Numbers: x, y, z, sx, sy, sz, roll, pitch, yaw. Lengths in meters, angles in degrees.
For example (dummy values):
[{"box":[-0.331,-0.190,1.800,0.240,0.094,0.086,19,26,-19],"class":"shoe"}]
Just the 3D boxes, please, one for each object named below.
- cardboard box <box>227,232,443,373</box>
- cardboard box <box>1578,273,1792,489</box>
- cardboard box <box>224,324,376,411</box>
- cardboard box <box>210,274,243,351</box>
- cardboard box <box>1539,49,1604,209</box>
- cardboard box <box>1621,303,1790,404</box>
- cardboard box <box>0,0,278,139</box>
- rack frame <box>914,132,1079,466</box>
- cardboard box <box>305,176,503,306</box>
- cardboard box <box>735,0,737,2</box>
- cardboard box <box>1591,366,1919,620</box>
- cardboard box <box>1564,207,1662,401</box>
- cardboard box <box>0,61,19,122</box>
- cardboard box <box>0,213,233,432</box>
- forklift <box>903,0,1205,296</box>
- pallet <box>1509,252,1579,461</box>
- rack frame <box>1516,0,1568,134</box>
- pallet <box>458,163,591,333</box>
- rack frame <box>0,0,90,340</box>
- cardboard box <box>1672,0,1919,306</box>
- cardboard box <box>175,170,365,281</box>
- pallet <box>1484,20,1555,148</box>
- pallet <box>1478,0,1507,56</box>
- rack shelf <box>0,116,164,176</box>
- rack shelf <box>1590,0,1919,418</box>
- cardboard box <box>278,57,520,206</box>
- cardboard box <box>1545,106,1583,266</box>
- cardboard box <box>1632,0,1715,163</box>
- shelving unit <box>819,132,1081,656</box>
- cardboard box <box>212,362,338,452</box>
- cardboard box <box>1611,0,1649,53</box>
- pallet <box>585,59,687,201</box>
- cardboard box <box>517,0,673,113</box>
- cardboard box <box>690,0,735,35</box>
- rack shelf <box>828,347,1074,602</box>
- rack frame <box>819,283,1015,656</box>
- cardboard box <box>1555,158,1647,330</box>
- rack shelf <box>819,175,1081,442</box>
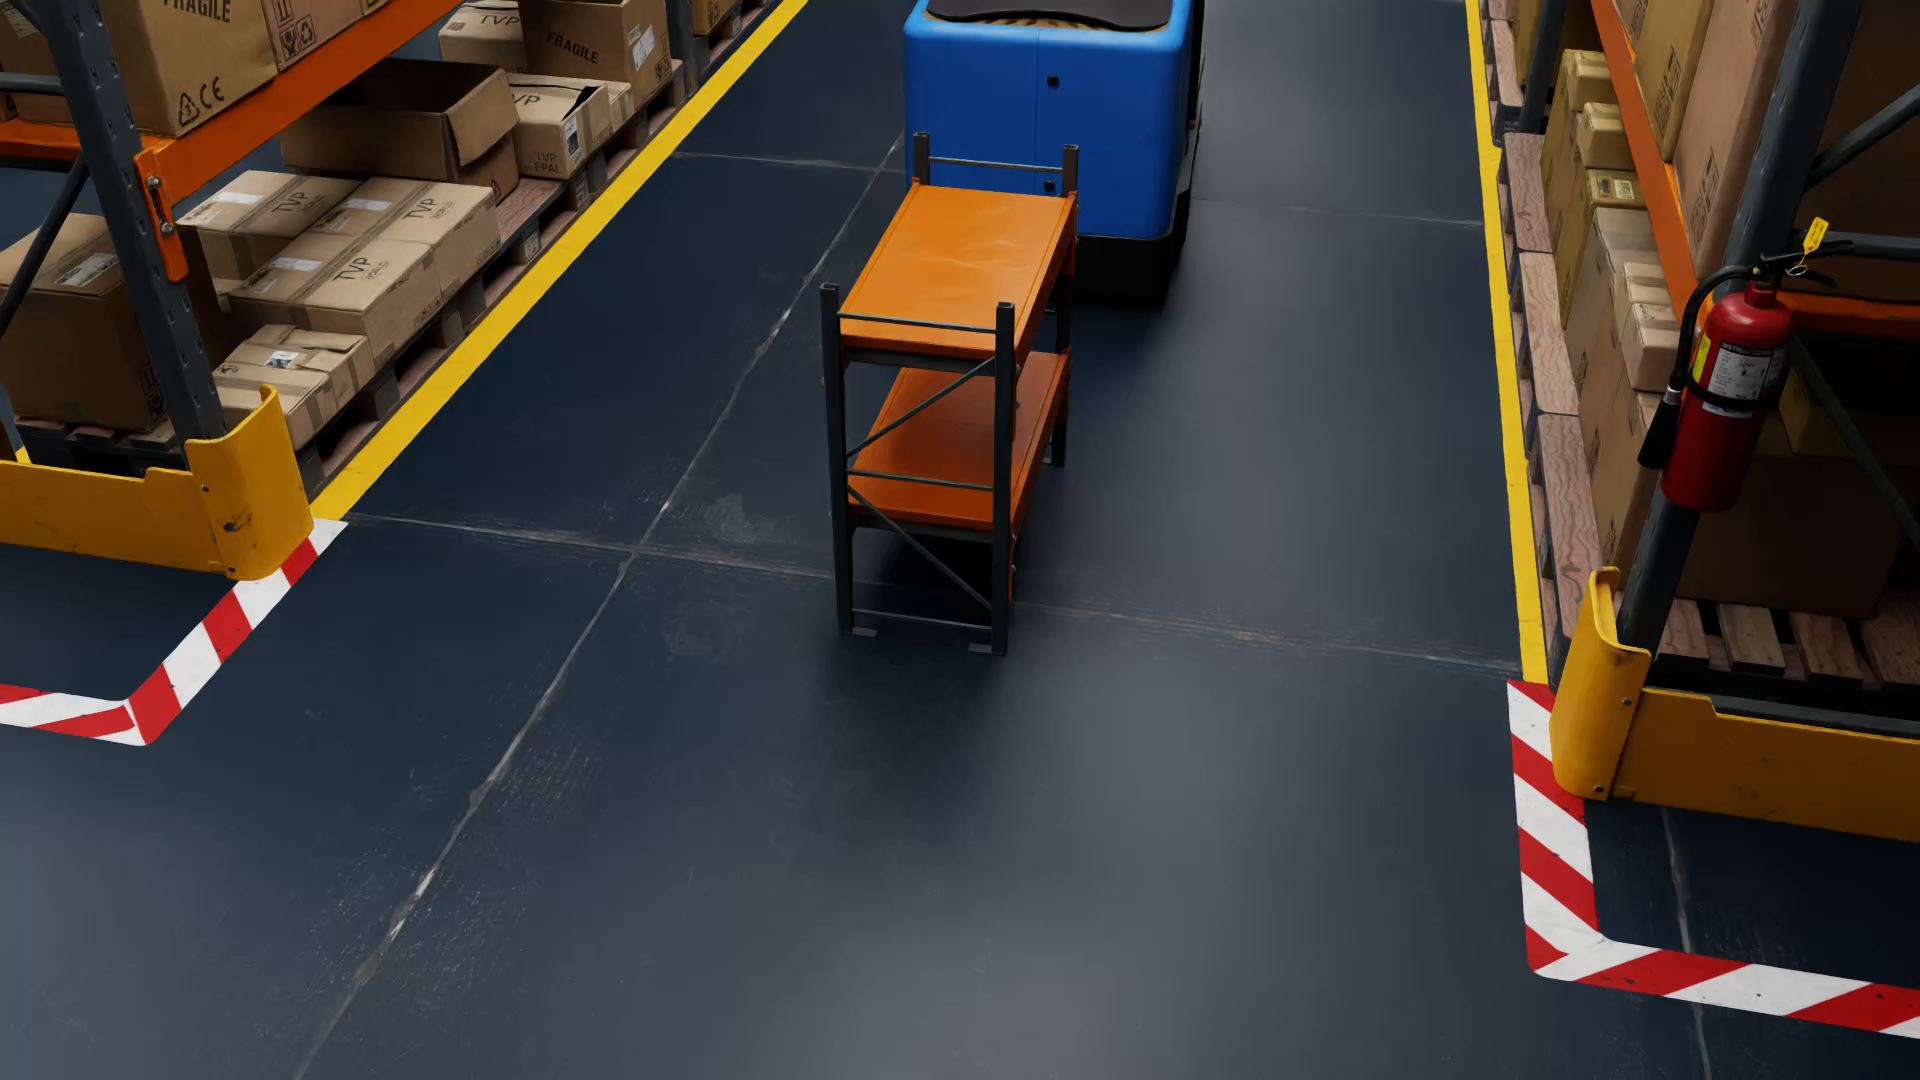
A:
[{"box":[-2.172,-0.837,5.817,0.500,0.250,0.500,7,37,10],"class":"cardboard box"},{"box":[2.327,-0.450,5.086,0.700,0.500,0.500,7,37,10],"class":"cardboard box"},{"box":[-2.193,-0.581,5.535,0.380,0.166,0.250,7,37,10],"class":"cardboard box"},{"box":[-2.622,-0.804,5.843,0.380,0.166,0.250,7,37,10],"class":"cardboard box"},{"box":[2.763,-1.626,6.710,0.700,0.500,0.500,8,37,11],"class":"cardboard box"},{"box":[2.070,-0.522,4.633,0.380,0.149,0.250,7,37,9],"class":"cardboard box"},{"box":[-2.319,-1.472,4.639,0.500,0.500,0.500,8,37,11],"class":"cardboard box"},{"box":[0.107,-0.743,5.317,0.500,1.125,0.032,7,37,10],"class":"rack frame"},{"box":[-2.065,-1.124,6.213,0.500,0.250,0.500,7,37,10],"class":"cardboard box"},{"box":[-1.373,-3.223,8.896,0.500,0.500,0.500,8,37,11],"class":"cardboard box"},{"box":[2.220,-0.163,4.691,0.700,0.500,0.500,7,37,10],"class":"cardboard box"},{"box":[2.434,-0.738,5.484,0.700,0.500,0.500,6,36,8],"class":"cardboard box"},{"box":[-2.842,-1.541,4.735,0.500,0.500,0.500,8,37,11],"class":"cardboard box"},{"box":[-2.796,-0.718,5.440,0.500,0.500,0.500,7,37,10],"class":"cardboard box"},{"box":[0.538,-2.987,6.874,1.130,2.935,3.031,6,36,8],"class":"forklift"},{"box":[2.525,-0.627,5.936,1.003,0.211,1.213,7,37,10],"class":"pallet"},{"box":[3.023,-2.884,6.673,1.000,3.000,0.127,7,37,10],"class":"rack frame"},{"box":[-2.224,-1.279,6.835,1.003,0.211,1.213,7,37,10],"class":"pallet"},{"box":[-2.669,-1.209,4.363,0.949,2.616,0.053,7,37,10],"class":"rack frame"},{"box":[2.267,-1.006,3.826,0.980,0.700,0.700,9,37,12],"class":"cardboard box"},{"box":[-2.564,-1.158,6.260,0.500,0.250,0.500,7,37,10],"class":"cardboard box"},{"box":[3.114,-2.207,8.115,1.003,0.211,1.213,7,37,10],"class":"pallet"},{"box":[3.372,-2.908,9.083,1.003,0.211,1.213,7,37,10],"class":"pallet"},{"box":[-2.245,-2.144,6.099,0.919,0.124,3.809,7,37,10],"class":"rack shelf"},{"box":[2.596,-1.446,5.303,1.077,0.370,4.000,7,37,10],"class":"rack shelf"},{"box":[-2.214,-1.593,6.644,0.797,0.503,0.637,7,37,10],"class":"cardboard box"},{"box":[2.652,-1.339,6.313,0.700,0.500,0.500,7,37,9],"class":"cardboard box"},{"box":[2.412,-1.425,4.404,0.980,0.700,0.700,7,37,10],"class":"cardboard box"},{"box":[-0.001,-0.452,4.915,0.538,1.125,1.048,7,37,10],"class":"shelving unit"},{"box":[-2.247,-0.431,5.342,0.380,0.149,0.250,7,37,10],"class":"cardboard box"},{"box":[2.584,-1.861,5.005,0.980,0.700,0.700,6,36,8],"class":"cardboard box"},{"box":[-1.965,-1.980,7.802,1.003,0.211,1.213,7,37,10],"class":"pallet"},{"box":[-1.662,-2.307,7.632,0.500,0.500,0.500,7,37,10],"class":"cardboard box"},{"box":[-1.476,-2.916,8.472,0.500,0.500,0.500,6,36,8],"class":"cardboard box"},{"box":[-0.001,-0.254,5.058,0.538,0.278,1.000,7,37,10],"class":"rack shelf"},{"box":[-0.110,-0.160,4.512,0.500,1.125,0.032,7,37,10],"class":"rack frame"},{"box":[2.540,-1.045,5.907,0.700,0.500,0.500,8,37,11],"class":"cardboard box"},{"box":[-0.001,-0.689,4.743,0.538,0.278,1.000,7,37,10],"class":"rack shelf"}]
